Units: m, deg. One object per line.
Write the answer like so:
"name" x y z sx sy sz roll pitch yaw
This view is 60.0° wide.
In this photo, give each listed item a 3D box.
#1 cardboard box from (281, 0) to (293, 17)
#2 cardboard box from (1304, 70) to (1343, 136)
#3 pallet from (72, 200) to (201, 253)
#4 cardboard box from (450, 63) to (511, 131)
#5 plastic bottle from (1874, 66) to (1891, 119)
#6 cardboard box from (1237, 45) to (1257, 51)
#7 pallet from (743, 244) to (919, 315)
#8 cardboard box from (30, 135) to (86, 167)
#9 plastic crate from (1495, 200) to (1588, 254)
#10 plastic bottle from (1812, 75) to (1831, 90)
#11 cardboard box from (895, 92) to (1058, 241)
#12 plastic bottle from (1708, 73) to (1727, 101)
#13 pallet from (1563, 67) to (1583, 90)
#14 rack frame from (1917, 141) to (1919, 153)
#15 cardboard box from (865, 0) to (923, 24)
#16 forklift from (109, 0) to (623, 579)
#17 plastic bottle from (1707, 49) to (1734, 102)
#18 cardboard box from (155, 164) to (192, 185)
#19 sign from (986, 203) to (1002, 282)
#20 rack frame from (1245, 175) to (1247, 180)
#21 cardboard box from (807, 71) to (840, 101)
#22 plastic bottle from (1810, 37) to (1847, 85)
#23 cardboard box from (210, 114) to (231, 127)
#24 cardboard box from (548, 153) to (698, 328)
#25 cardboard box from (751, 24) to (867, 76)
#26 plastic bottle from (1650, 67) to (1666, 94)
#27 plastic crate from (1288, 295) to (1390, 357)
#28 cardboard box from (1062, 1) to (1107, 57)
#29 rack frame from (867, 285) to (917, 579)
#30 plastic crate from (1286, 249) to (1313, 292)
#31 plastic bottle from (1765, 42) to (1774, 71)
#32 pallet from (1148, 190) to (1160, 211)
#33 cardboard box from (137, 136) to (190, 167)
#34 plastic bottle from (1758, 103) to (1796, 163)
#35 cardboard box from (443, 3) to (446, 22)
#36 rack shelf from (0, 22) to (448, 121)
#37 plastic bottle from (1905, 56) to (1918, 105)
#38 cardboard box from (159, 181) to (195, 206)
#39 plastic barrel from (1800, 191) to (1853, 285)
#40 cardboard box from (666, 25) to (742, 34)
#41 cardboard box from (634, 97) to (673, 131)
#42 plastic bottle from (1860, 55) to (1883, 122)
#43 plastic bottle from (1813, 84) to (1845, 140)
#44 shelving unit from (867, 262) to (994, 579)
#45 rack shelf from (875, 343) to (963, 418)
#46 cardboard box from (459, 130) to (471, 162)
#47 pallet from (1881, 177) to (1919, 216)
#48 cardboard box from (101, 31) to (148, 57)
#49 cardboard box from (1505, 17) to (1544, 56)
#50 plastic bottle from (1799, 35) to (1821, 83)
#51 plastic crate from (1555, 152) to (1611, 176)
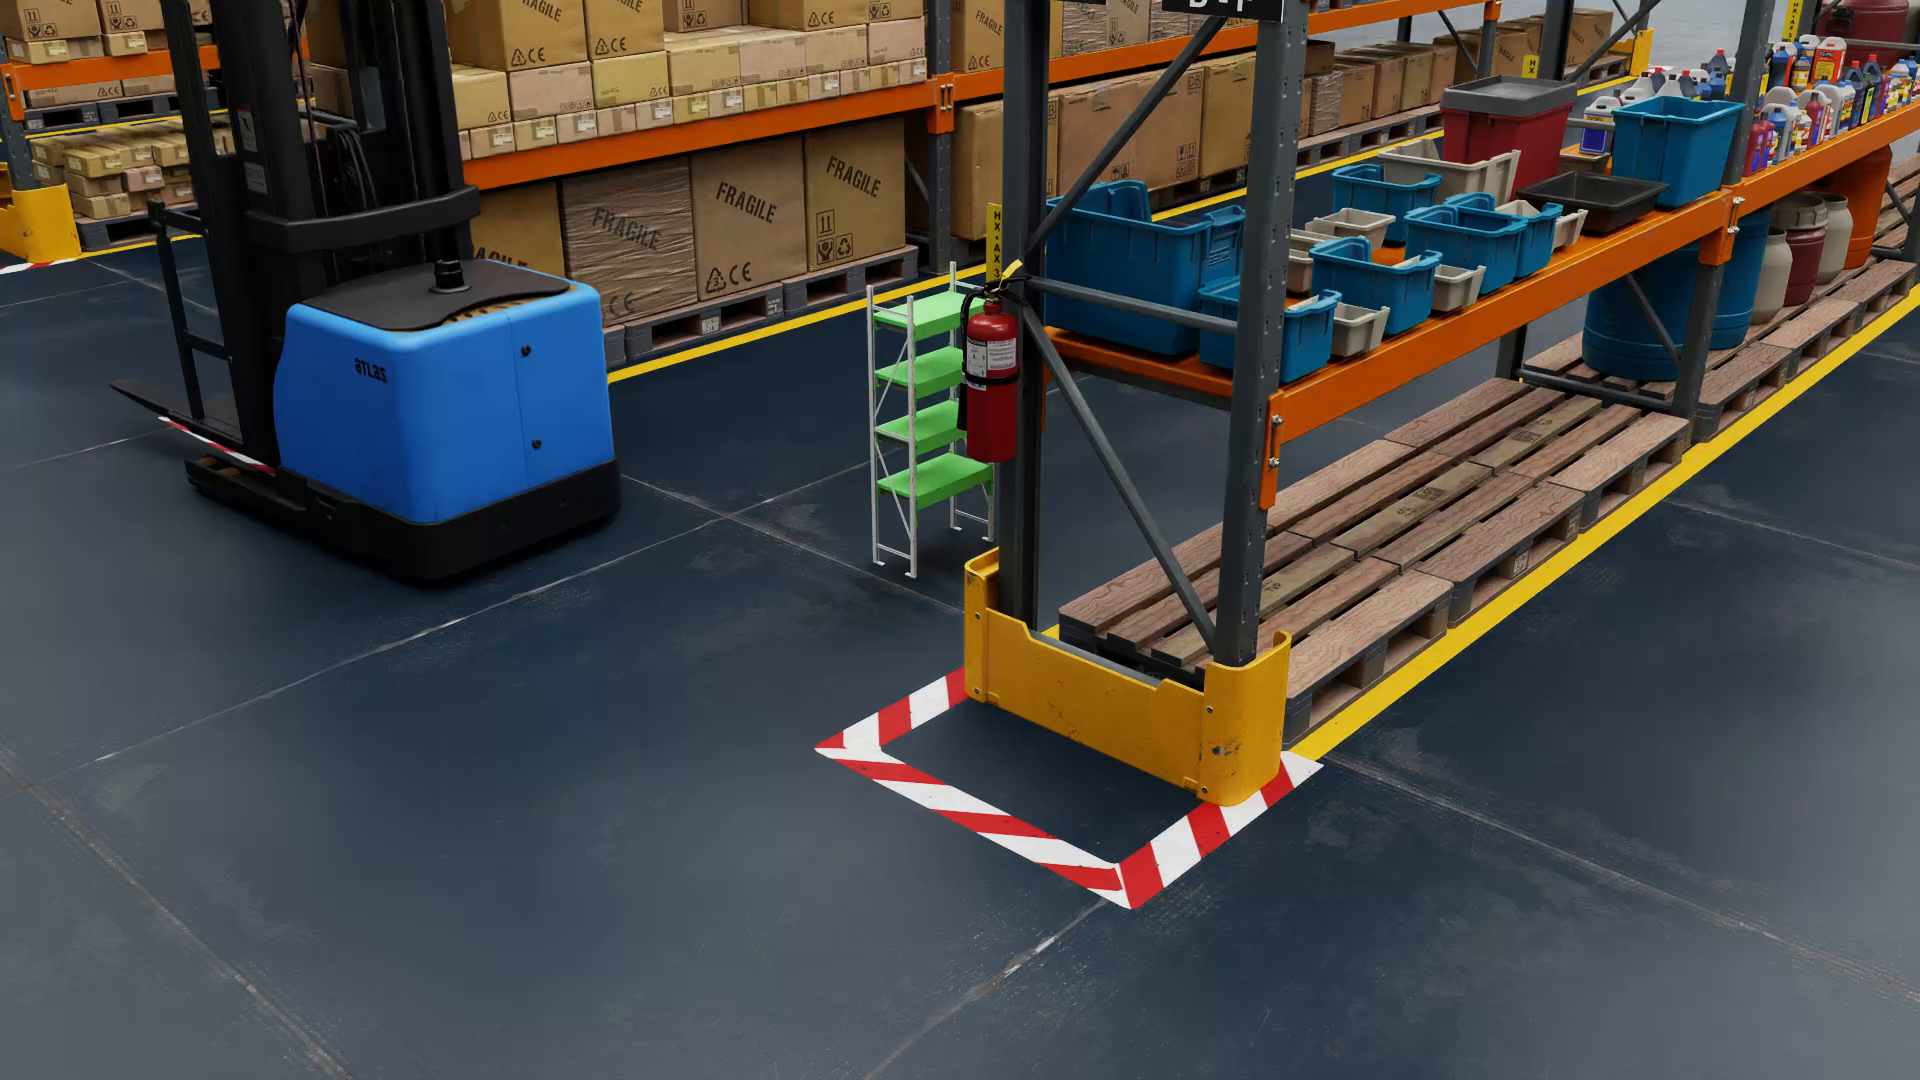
"cardboard box" -5.253 -4.176 12.412 0.500 0.500 0.500 19 30 36
"cardboard box" 2.990 -3.955 14.922 0.700 0.500 0.500 17 29 33
"pallet" -6.149 -2.449 12.455 1.003 0.211 1.213 20 31 38
"cardboard box" -2.621 -2.215 8.344 0.500 0.250 0.500 19 30 36
"plastic bottle" 5.170 -2.519 9.345 0.061 0.283 0.133 20 31 38
"cardboard box" 2.622 -4.128 14.390 0.500 0.250 0.500 22 32 40
"pallet" -1.039 -1.811 11.032 1.003 0.211 1.213 20 31 38
"cardboard box" -6.604 -2.853 12.192 0.380 0.149 0.250 21 31 38
"plastic crate" 2.277 -1.236 6.590 0.293 0.136 0.466 20 31 38
"plastic bottle" 4.701 -2.399 9.092 0.097 0.271 0.097 0 24 0
"cardboard box" -0.061 -2.717 11.727 1.225 0.875 0.875 20 31 38
"plastic bottle" 4.168 -2.440 9.182 0.097 0.271 0.097 0 24 0
"pallet" 6.102 -5.047 18.248 1.003 0.211 1.213 20 31 38
"rack frame" 8.555 -4.379 13.351 1.000 3.000 0.127 20 31 38
"cardboard box" -0.581 -3.491 10.272 0.500 0.500 0.500 21 32 39
"forklift" -2.966 -1.654 7.355 3.031 2.935 1.130 18 30 35
"plastic bottle" 4.321 -2.624 9.497 0.144 0.351 0.185 20 31 38
"cardboard box" -5.906 -2.743 12.310 0.380 0.149 0.250 21 31 38
"sign" 0.125 -0.943 5.487 0.100 0.325 0.005 20 31 38
"rack frame" 2.197 -4.513 13.649 1.000 3.000 0.127 20 31 38
"cardboard box" -0.947 -2.762 10.051 0.380 0.149 0.250 21 31 38
"plastic bottle" 5.469 -3.019 10.468 0.152 0.276 0.135 20 31 38
"cardboard box" -5.699 -3.236 13.046 0.380 0.149 0.250 19 30 36
"cardboard box" -2.168 -1.792 9.663 0.875 0.875 0.875 20 31 38
"cardboard box" -0.916 -2.997 10.088 0.500 0.250 0.500 21 32 39
"plastic bottle" 3.709 -2.345 8.874 0.144 0.351 0.185 20 31 38
"plastic crate" 1.232 -0.691 5.373 0.250 0.136 0.298 20 31 38
"cardboard box" 0.690 -3.717 11.753 0.500 0.500 0.500 19 31 36
"rack frame" -0.273 -0.423 6.726 0.240 1.200 0.015 20 31 38
"plastic crate" 1.160 -1.012 6.091 0.396 0.136 0.243 20 31 38
"plastic bottle" 4.923 -2.894 10.182 0.061 0.283 0.133 20 31 38
"pallet" 0.800 -2.651 12.904 1.003 0.211 1.213 20 31 38
"cardboard box" -5.808 -2.848 12.180 0.380 0.149 0.250 20 31 37
"plastic bottle" 4.052 -2.034 8.271 0.152 0.276 0.135 20 31 38
"cardboard box" -4.206 -4.306 13.493 0.380 0.149 0.250 19 30 36
"rack shelf" -5.434 -3.742 12.808 1.077 0.370 4.000 20 31 38
"plastic bottle" 5.558 -2.702 9.768 0.097 0.271 0.097 0 24 0
"cardboard box" -5.906 -2.603 12.361 0.380 0.149 0.250 21 31 38
"plastic barrel" 5.261 -1.867 10.275 0.421 0.512 0.421 0 24 0
"cardboard box" -1.659 -2.980 10.051 0.500 0.250 0.500 21 32 39
"cardboard box" -1.803 -2.371 9.180 0.380 0.149 0.250 20 31 37
"plastic bottle" 5.033 -2.513 9.249 0.144 0.351 0.185 20 31 38
"plastic bottle" 4.581 -2.275 8.809 0.152 0.276 0.135 20 31 38
"shelving unit" -0.110 -0.497 6.892 0.258 1.200 0.503 20 31 38
"rack shelf" -0.110 -0.658 6.820 0.258 0.148 0.480 20 31 38
"cardboard box" -2.660 -1.979 8.304 0.380 0.149 0.250 21 31 38
"pallet" 7.245 -2.483 12.531 1.003 0.211 1.213 20 31 38
"cardboard box" -5.950 -3.511 11.722 0.380 0.149 0.250 19 30 36
"cardboard box" 6.301 -5.439 18.255 0.500 0.500 0.500 -21 31 -38
"plastic bottle" 5.356 -3.060 10.561 0.152 0.276 0.135 20 31 38
"plastic crate" 2.799 -1.746 7.727 0.396 0.136 0.243 20 31 38
